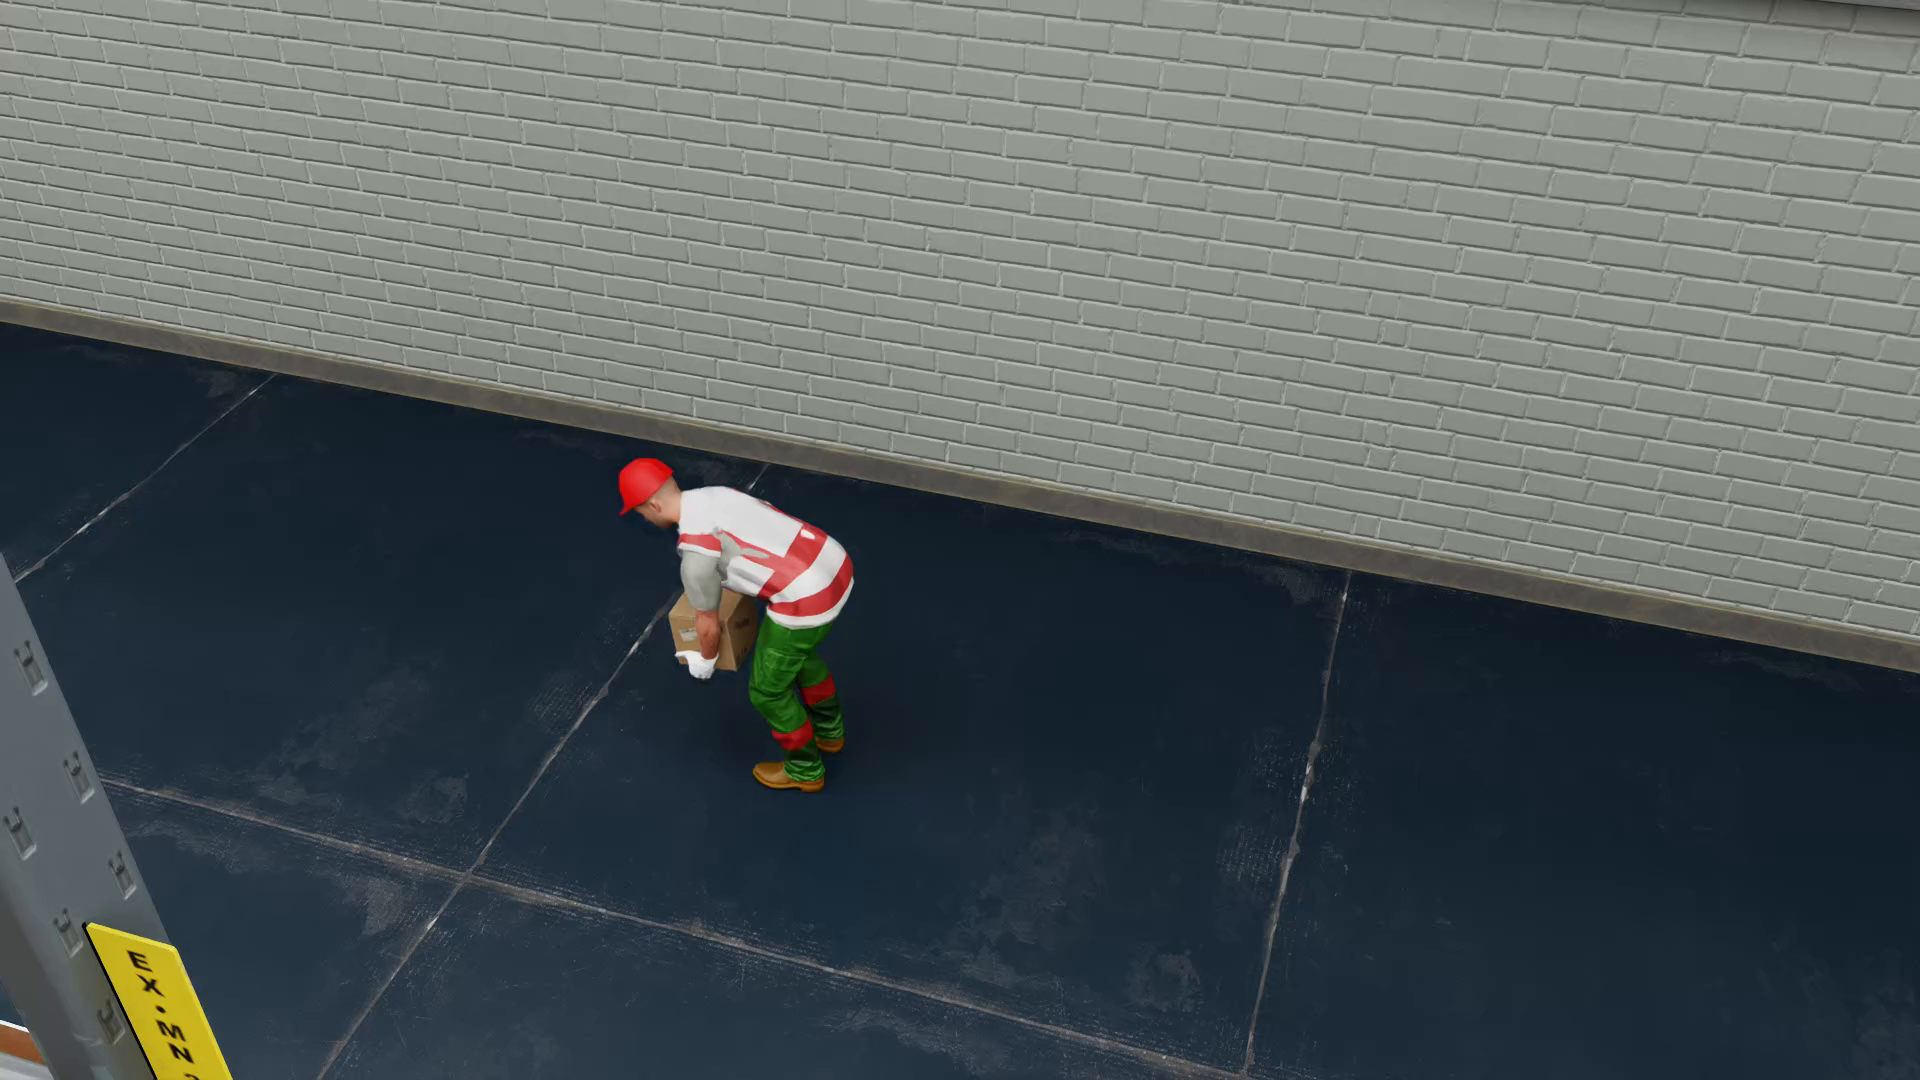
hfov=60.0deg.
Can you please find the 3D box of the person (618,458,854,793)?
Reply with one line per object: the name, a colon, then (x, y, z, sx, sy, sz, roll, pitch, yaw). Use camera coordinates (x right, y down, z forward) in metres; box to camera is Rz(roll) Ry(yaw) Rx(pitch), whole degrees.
person: (-0.853, 0.318, 6.524, 0.887, 1.402, 0.484, 10, 38, 13)
